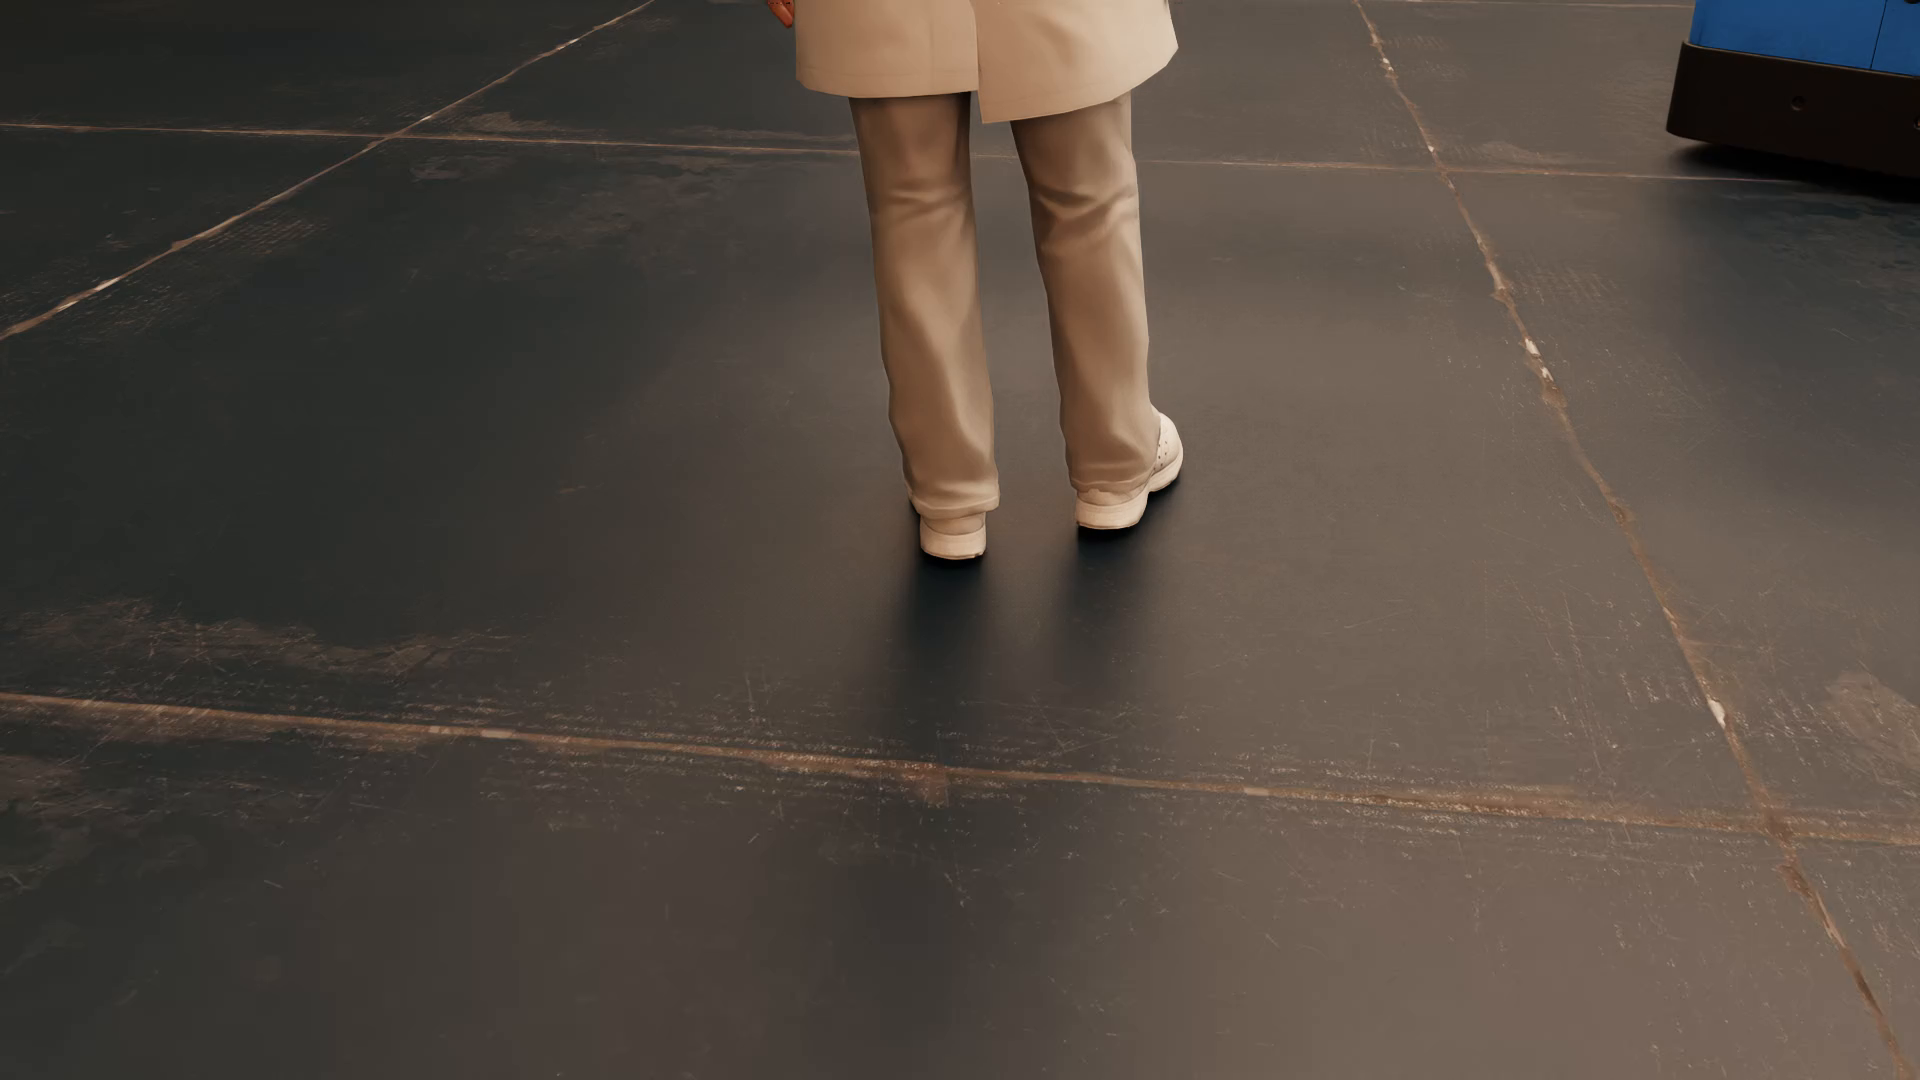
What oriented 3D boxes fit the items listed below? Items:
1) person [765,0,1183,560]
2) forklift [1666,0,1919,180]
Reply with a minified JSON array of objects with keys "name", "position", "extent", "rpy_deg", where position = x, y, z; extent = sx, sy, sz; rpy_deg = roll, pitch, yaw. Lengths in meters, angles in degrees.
[{"name":"person","position":[0.016,-0.842,2.181],"extent":[0.696,1.777,0.578],"rpy_deg":[3,27,7]},{"name":"forklift","position":[3.390,-2.653,4.534],"extent":[3.031,2.935,1.130],"rpy_deg":[-22,34,-37]}]
